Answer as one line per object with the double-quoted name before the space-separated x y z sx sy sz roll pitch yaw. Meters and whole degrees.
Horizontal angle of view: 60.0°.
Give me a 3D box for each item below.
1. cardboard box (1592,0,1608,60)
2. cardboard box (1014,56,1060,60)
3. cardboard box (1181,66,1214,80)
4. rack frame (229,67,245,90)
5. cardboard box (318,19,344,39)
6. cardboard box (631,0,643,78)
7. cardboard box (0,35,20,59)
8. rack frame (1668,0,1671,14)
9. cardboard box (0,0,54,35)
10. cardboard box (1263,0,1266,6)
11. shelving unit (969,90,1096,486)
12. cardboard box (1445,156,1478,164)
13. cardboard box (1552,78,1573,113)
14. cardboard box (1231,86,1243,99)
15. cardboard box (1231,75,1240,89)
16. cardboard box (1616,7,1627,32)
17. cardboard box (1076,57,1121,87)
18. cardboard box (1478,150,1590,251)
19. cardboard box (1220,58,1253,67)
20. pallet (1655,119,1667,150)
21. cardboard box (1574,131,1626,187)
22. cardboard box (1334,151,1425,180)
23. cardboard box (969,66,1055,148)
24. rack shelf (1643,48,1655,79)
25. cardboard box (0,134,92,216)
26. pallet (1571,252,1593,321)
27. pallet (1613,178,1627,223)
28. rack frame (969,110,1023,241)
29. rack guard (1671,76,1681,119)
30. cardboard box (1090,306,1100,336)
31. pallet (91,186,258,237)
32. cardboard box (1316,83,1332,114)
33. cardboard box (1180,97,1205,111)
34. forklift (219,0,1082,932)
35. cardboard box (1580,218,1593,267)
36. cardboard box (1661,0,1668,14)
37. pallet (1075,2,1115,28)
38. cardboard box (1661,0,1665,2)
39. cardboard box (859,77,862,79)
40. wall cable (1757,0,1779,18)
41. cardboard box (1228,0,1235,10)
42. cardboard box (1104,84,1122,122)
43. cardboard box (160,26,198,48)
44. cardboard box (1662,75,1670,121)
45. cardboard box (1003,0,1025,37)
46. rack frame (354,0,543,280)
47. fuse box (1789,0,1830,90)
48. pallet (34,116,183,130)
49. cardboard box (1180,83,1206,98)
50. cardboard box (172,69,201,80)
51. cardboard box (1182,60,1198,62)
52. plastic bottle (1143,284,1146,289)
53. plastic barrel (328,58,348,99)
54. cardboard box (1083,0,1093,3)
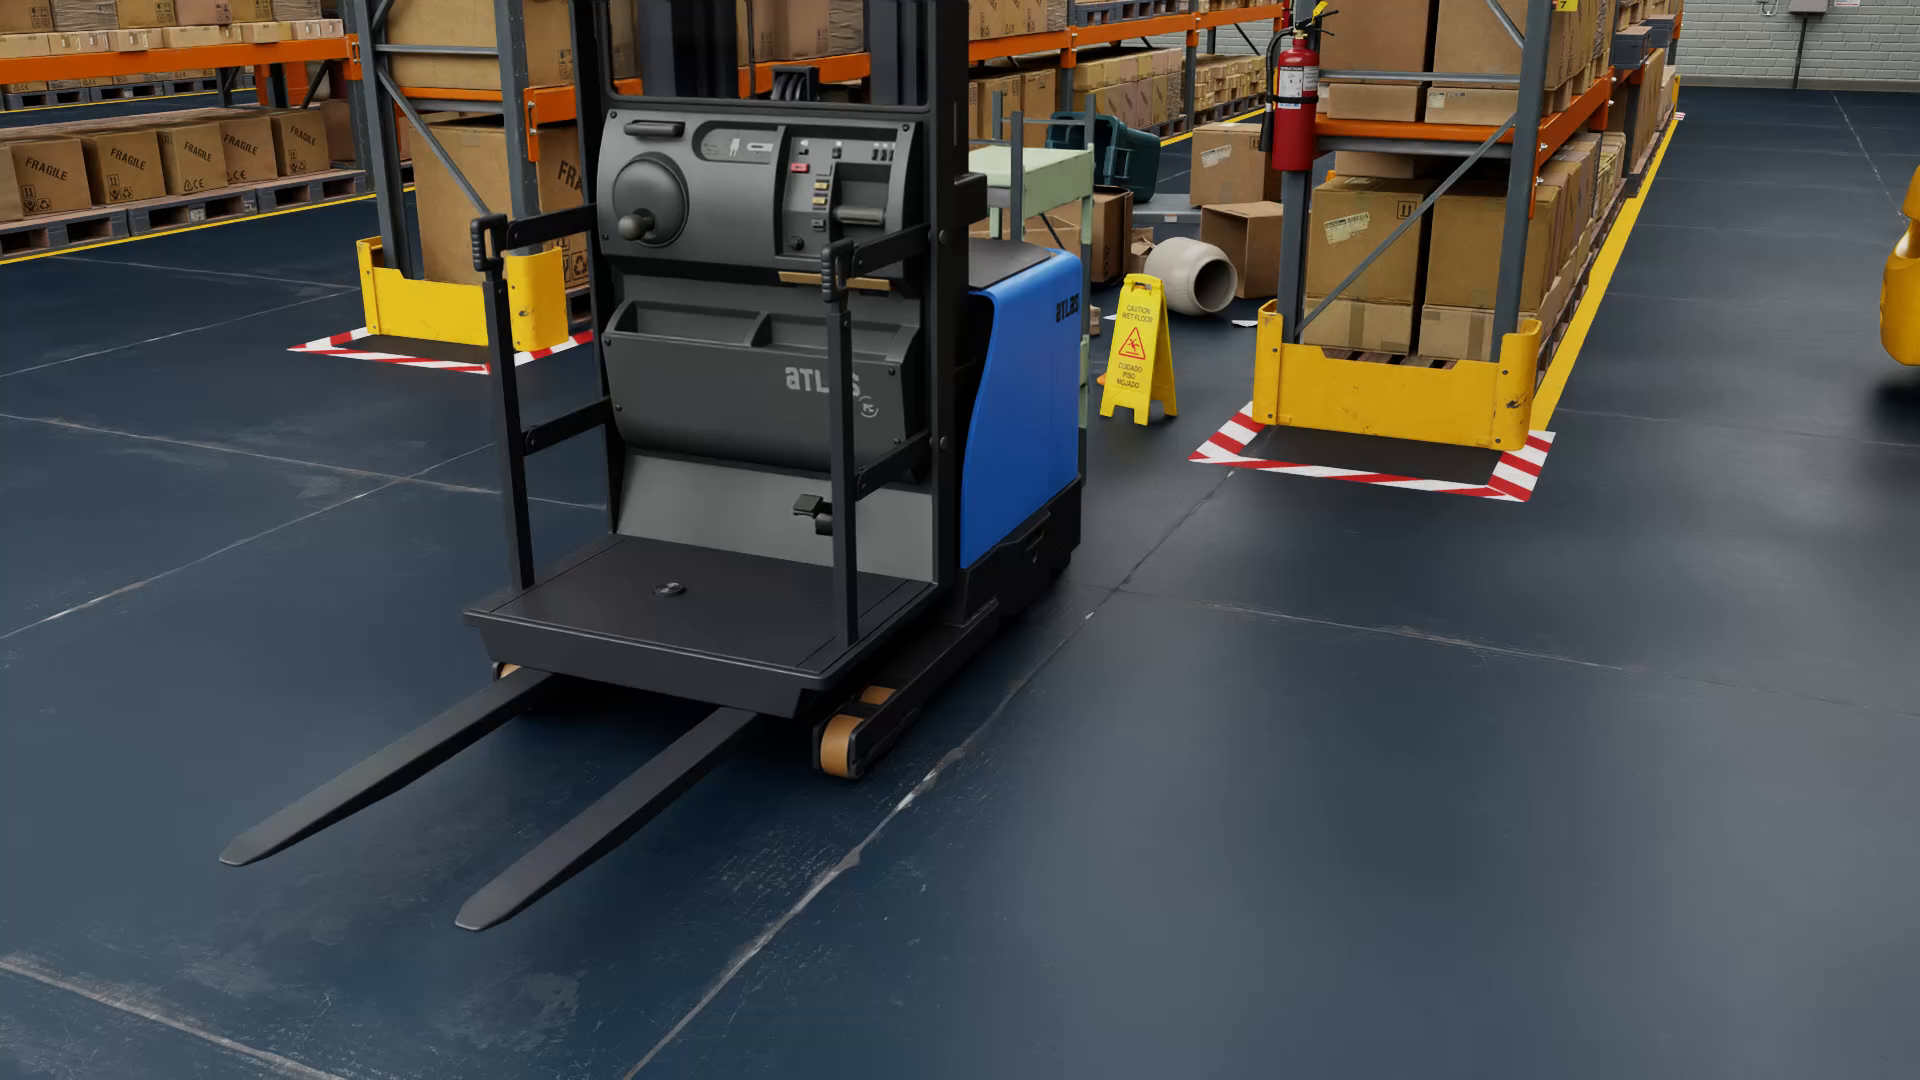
"cardboard box" 3.136 -2.813 8.809 0.500 0.500 0.500 9 22 24
"cardboard box" 0.822 -4.759 16.858 0.500 0.250 0.500 9 21 23
"cardboard box" 2.864 -5.662 20.153 0.380 0.149 0.250 8 21 21
"rack frame" -11.297 -8.279 24.772 1.000 3.000 0.127 9 21 23
"cardboard box" -5.357 -4.249 13.814 0.380 0.149 0.250 9 21 23
"cardboard box" -2.031 -3.054 9.857 0.875 0.550 0.550 9 21 23
"cardboard box" -6.605 -3.335 11.244 0.380 0.149 0.250 9 21 23
"rack frame" 6.780 -5.559 17.123 1.000 3.000 0.127 9 21 23
"cardboard box" -6.829 -3.771 11.504 0.875 0.500 0.500 9 21 23
"cardboard box" 3.760 -7.024 21.617 0.380 0.149 0.250 8 21 22
"shelving unit" 0.165 -0.836 6.080 0.431 1.500 0.755 8 21 22
"cardboard box" 2.594 -1.902 9.199 0.500 0.500 0.500 10 22 26
"cardboard box" 2.613 -2.068 7.682 0.380 0.149 0.250 9 21 24
"cardboard box" 3.369 -5.689 21.117 0.380 0.149 0.250 9 21 24
"cardboard box" 3.284 -5.741 20.820 0.380 0.149 0.250 9 21 23
"cardboard box" 4.019 -3.319 10.572 0.380 0.149 0.250 9 21 23
"cardboard box" 1.296 -4.691 16.666 0.500 0.250 0.500 8 21 22
"cardboard box" 3.092 -1.840 9.022 0.500 0.500 0.500 10 22 26
"cardboard box" 3.566 -6.132 21.476 0.380 0.149 0.250 8 21 21
"pallet" 7.163 -4.467 18.214 1.003 0.211 1.213 9 21 23
"cardboard box" 4.902 -3.125 13.573 0.950 0.372 0.625 7 21 19
"cardboard box" 2.045 -1.854 8.095 0.380 0.149 0.250 9 22 24
"cardboard box" 0.253 -3.949 15.326 1.050 0.750 0.750 8 21 22
"rack shelf" 5.961 -4.609 15.525 1.077 0.370 4.000 9 21 23
"cardboard box" -6.690 -2.647 12.038 0.500 0.500 0.500 15 25 37
"pallet" 3.261 -1.589 10.123 1.003 0.211 1.213 9 21 23
"pallet" 4.821 -2.784 13.481 1.003 0.211 1.213 9 21 23
"rack frame" 0.020 -0.723 5.764 0.400 1.500 0.023 8 21 22
"rack guard" 8.428 -5.611 21.001 1.175 0.500 0.348 9 21 23
"cardboard box" 0.560 -1.225 9.192 0.250 0.149 0.380 -14 24 -33
"pallet" -6.278 -2.575 12.894 1.003 0.211 1.213 9 21 23
"cardboard box" 1.827 -2.009 7.515 0.380 0.149 0.250 8 21 22
"cardboard box" 2.665 -5.129 19.543 0.380 0.149 0.250 8 21 20
"forklift" -0.633 -0.931 4.212 1.130 2.935 3.031 8 21 22
"cardboard box" 3.507 -1.798 10.025 0.500 0.250 0.500 10 22 25
"cardboard box" 6.617 -5.161 16.228 0.500 0.250 0.500 8 21 22
"pallet" 0.779 -5.127 16.194 1.213 0.211 1.003 9 21 23
"cardboard box" 6.223 -5.084 15.265 0.500 0.250 0.500 9 21 24
"cardboard box" -1.549 -6.581 22.543 0.875 0.875 0.875 9 21 23
"wall cable" 12.004 -8.796 24.710 0.588 1.984 0.122 9 21 23
"cardboard box" 3.132 -6.540 20.256 0.380 0.149 0.250 10 22 25
"cardboard box" 1.310 -4.340 16.800 0.500 0.500 0.500 9 21 23
"cardboard box" -5.984 -3.792 12.530 0.380 0.149 0.250 9 21 23
"cardboard box" 7.501 -5.001 18.750 0.875 0.438 0.875 8 21 21
"cardboard box" 0.235 -4.552 14.143 0.500 0.500 0.500 8 21 22
"rack frame" -2.691 -2.539 8.631 1.000 3.000 0.127 9 21 23
"fuse box" 12.562 -7.569 24.698 0.539 1.711 0.414 9 21 23
"pallet" -9.271 -4.459 18.191 1.003 0.211 1.213 9 21 23
"cardboard box" 2.663 -5.269 19.492 0.380 0.149 0.250 10 22 25
"cardboard box" -11.448 -6.969 24.161 0.500 0.500 0.500 9 21 23
"cardboard box" 2.815 -6.046 21.234 0.380 0.149 0.250 9 21 24
"plastic bottle" 1.265 -1.592 10.353 0.133 0.061 0.283 13 23 32
"plastic barrel" -7.770 -5.934 21.151 0.600 0.588 0.708 9 21 23
"cardboard box" 1.062 -5.255 16.017 0.380 0.149 0.250 10 22 25
